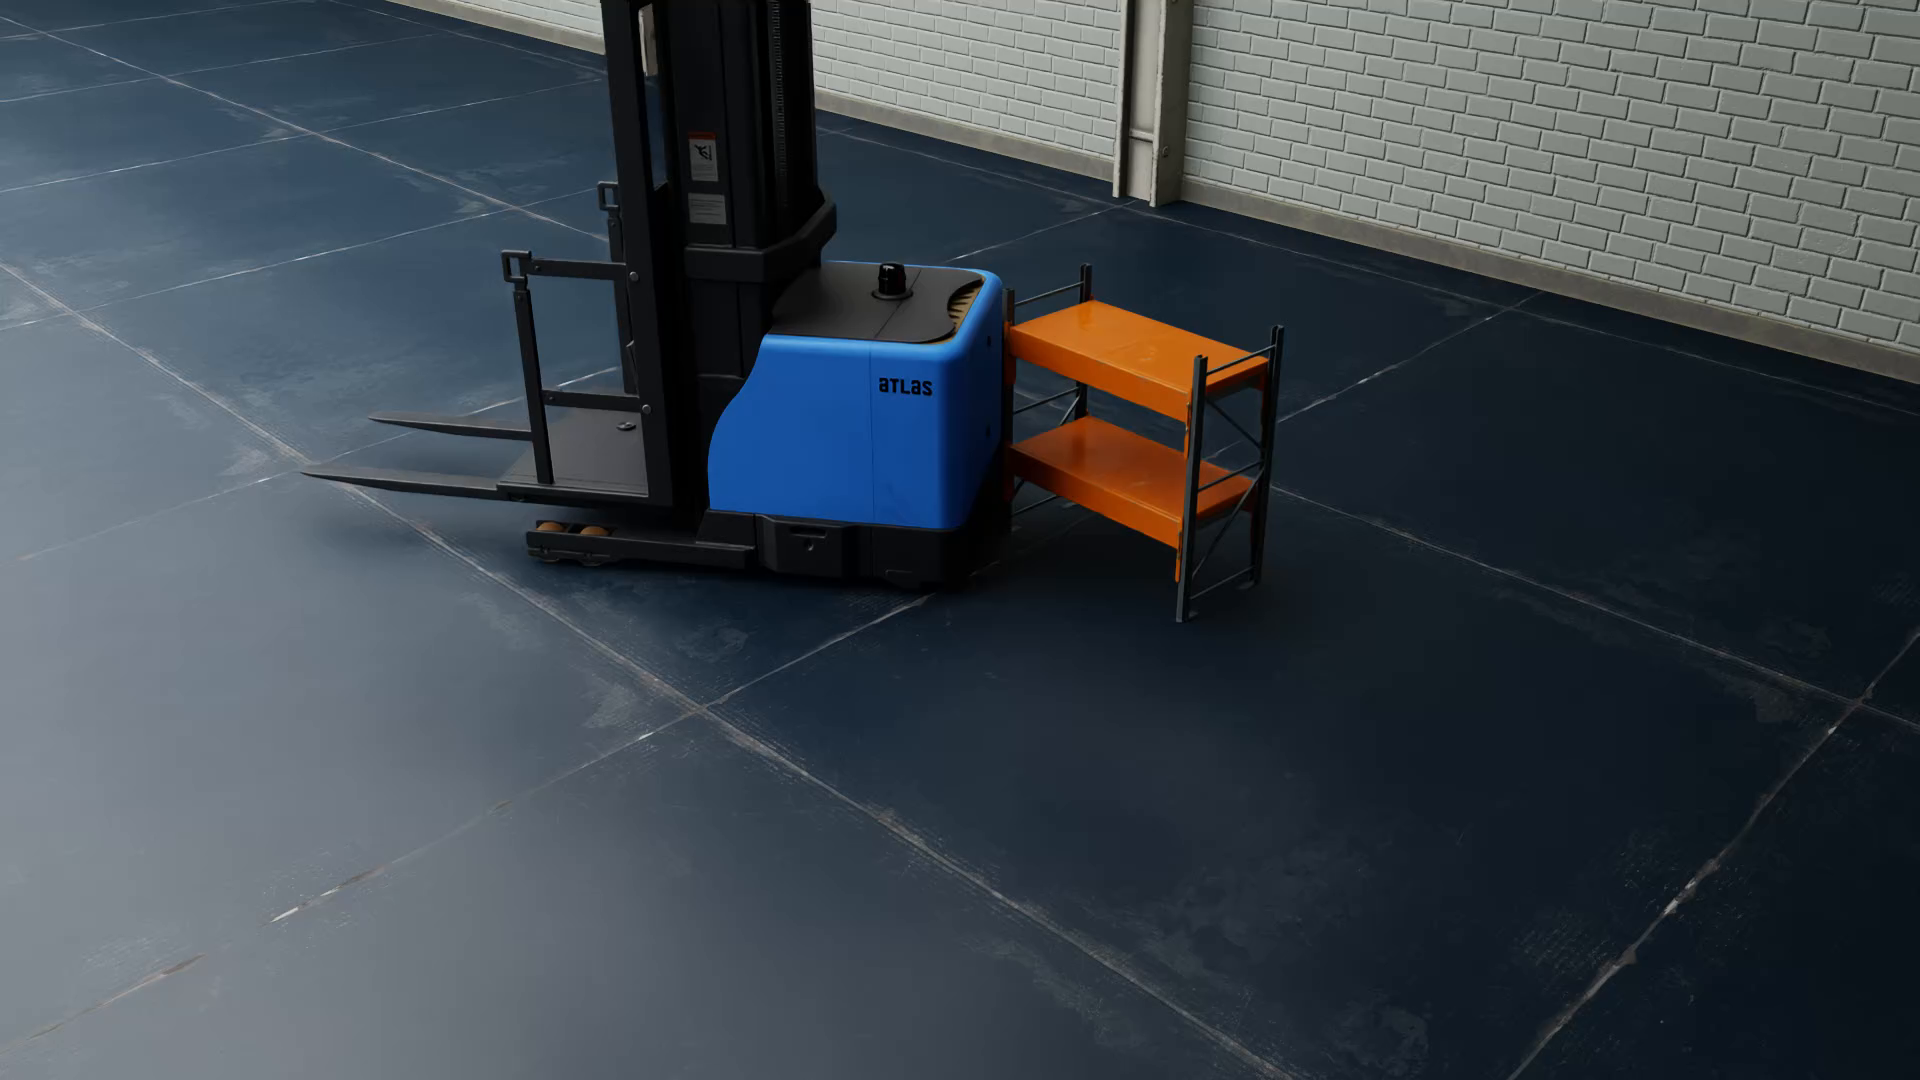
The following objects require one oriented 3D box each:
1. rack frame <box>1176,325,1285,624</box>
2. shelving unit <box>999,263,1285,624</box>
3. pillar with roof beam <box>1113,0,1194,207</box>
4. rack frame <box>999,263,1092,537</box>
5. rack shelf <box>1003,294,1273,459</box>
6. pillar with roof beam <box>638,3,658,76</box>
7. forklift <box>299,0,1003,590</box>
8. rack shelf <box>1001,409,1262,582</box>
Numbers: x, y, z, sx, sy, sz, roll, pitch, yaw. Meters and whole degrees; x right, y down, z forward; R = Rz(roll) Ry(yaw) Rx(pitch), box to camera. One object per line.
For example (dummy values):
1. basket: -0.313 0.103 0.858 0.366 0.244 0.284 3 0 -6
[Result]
1. rack frame: 1.055 -0.248 6.513 0.500 1.125 0.032 -23 36 -37
2. shelving unit: 0.711 -0.422 6.844 0.538 1.125 1.048 -23 36 -37
3. pillar with roof beam: -1.676 -5.014 7.117 0.400 9.000 9.100 25 36 38
4. rack frame: 0.367 -0.596 7.176 0.500 1.125 0.032 -23 36 -37
5. rack shelf: 0.711 -0.681 6.708 0.538 0.278 1.000 -23 36 -37
6. pillar with roof beam: -5.955 -6.972 10.840 0.400 9.000 9.100 25 36 38
7. forklift: -1.372 -1.420 6.802 3.031 2.935 1.130 5 28 10
8. rack shelf: 0.711 -0.206 6.958 0.538 0.278 1.000 -23 36 -37
